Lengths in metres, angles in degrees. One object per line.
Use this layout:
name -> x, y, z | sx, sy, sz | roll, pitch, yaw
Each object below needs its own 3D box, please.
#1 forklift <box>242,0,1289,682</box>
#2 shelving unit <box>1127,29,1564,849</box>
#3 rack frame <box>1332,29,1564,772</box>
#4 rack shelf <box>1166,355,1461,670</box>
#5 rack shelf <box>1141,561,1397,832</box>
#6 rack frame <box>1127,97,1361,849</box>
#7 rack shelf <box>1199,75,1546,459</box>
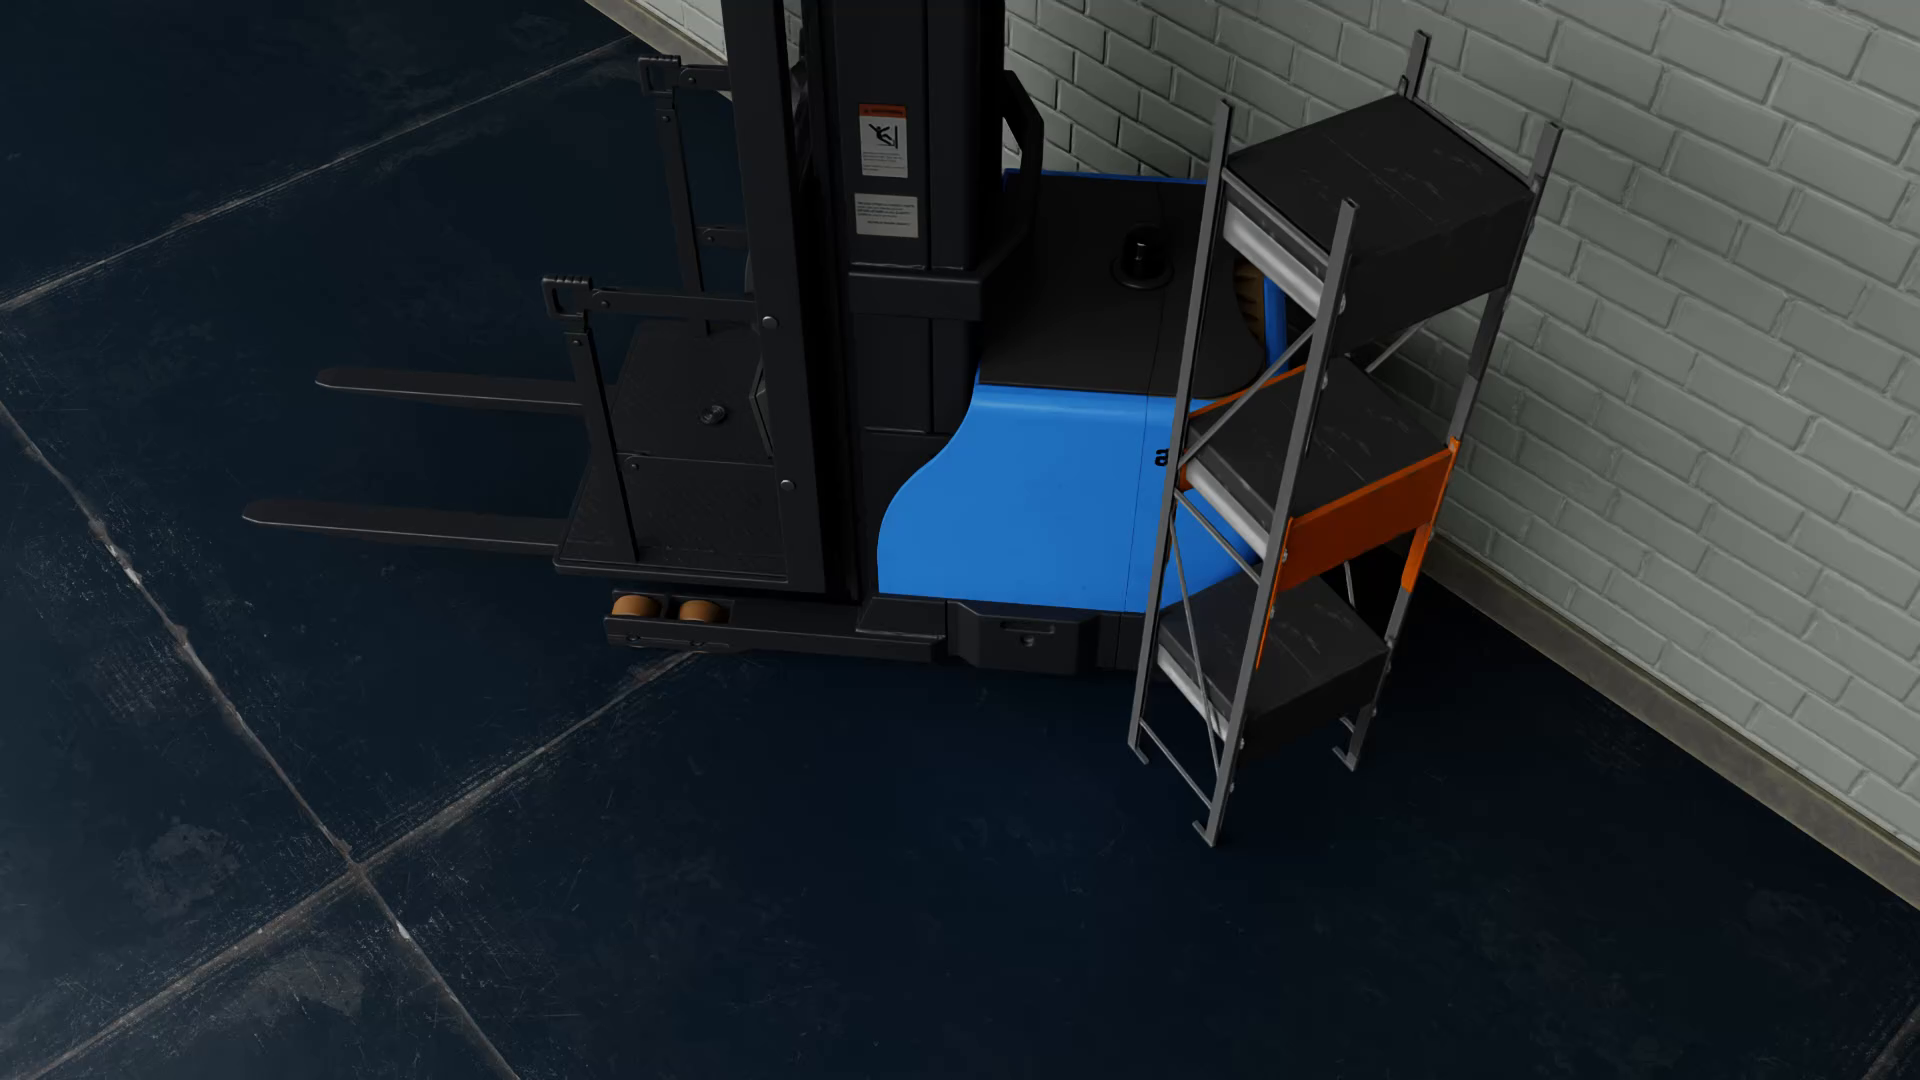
forklift -> -0.627, -1.041, 4.217 | 3.031, 2.935, 1.130 | 4, 47, 4
shelving unit -> 0.801, -0.097, 3.906 | 0.503, 2.100, 0.431 | -23, 52, -20
rack frame -> 1.011, -0.188, 3.991 | 0.015, 2.100, 0.400 | -23, 52, -20
rack shelf -> 0.801, -0.087, 3.916 | 0.480, 0.518, 0.431 | -23, 52, -20
rack shelf -> 0.795, 0.384, 4.434 | 0.480, 0.518, 0.431 | -23, 52, -20
rack frame -> 0.591, -0.006, 3.821 | 0.015, 2.100, 0.400 | -23, 52, -20
rack shelf -> 0.806, -0.559, 3.399 | 0.480, 0.518, 0.431 | -23, 52, -20
